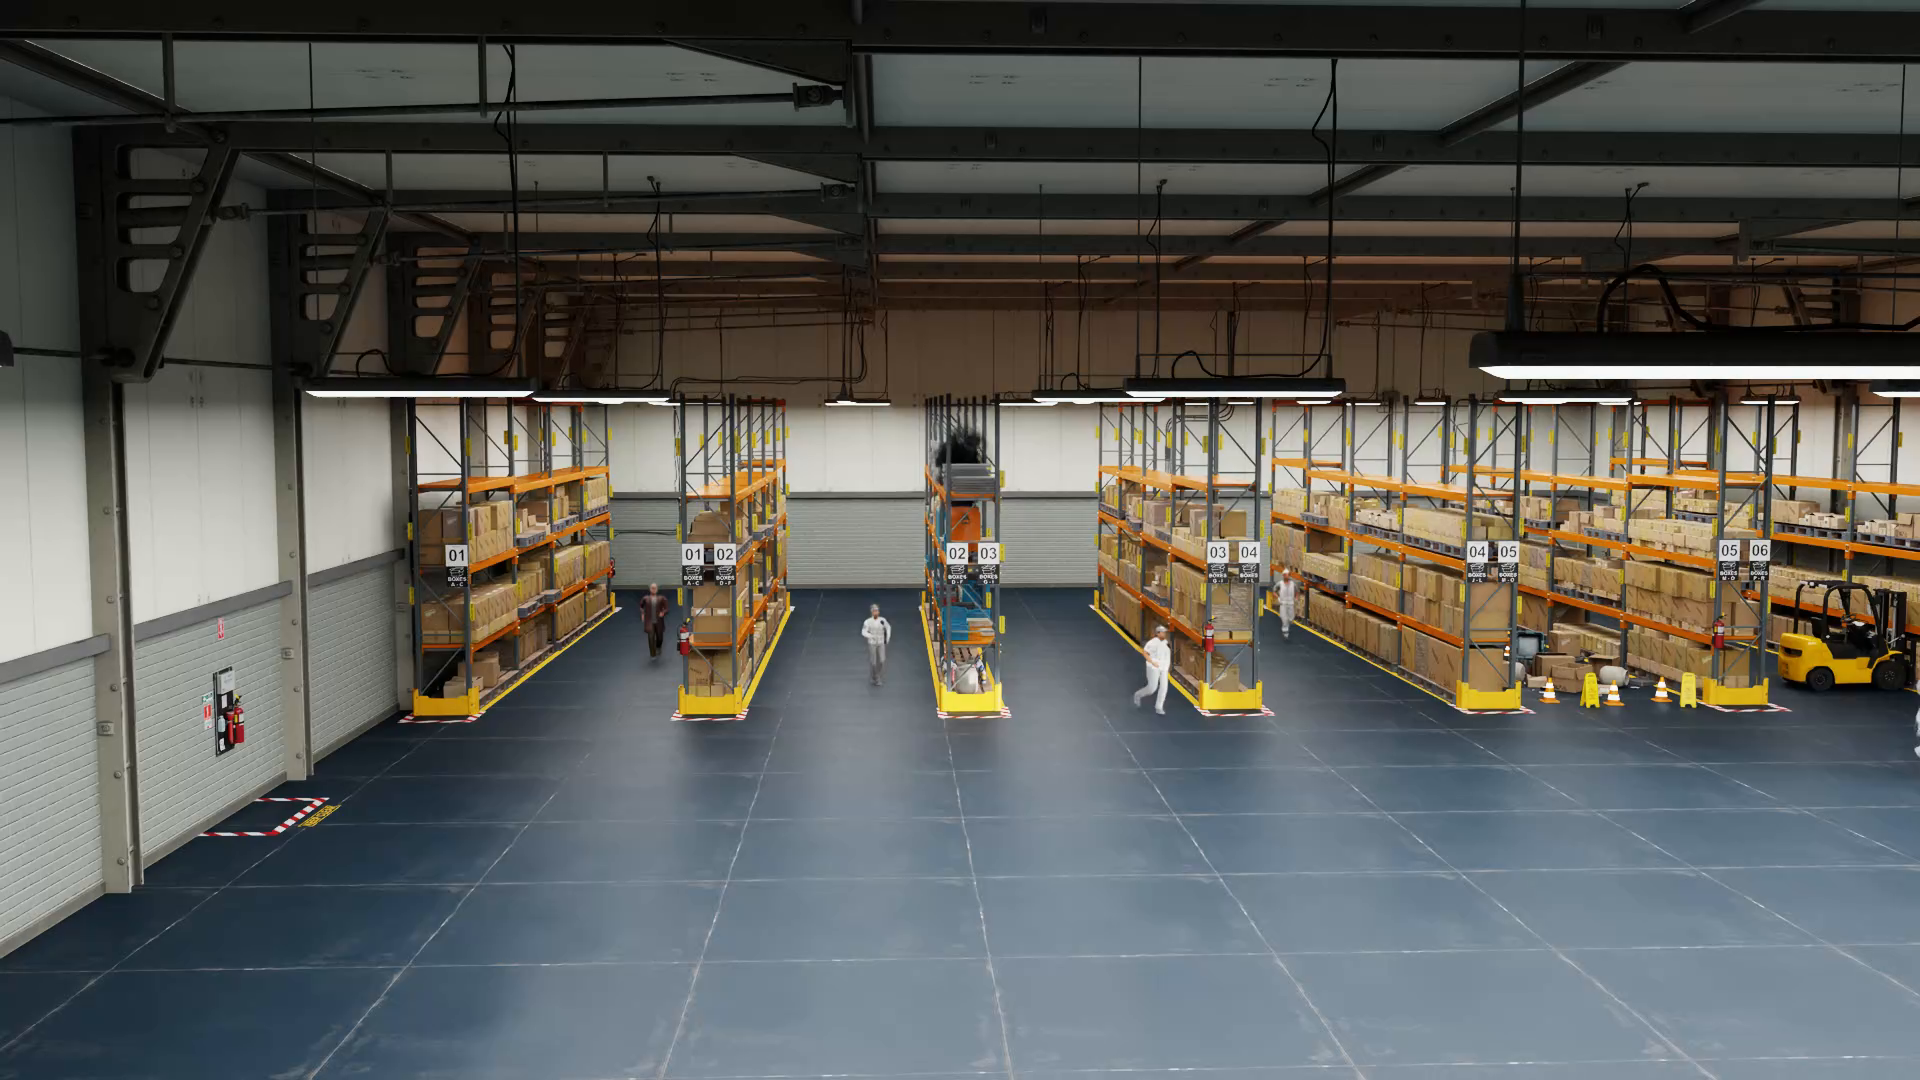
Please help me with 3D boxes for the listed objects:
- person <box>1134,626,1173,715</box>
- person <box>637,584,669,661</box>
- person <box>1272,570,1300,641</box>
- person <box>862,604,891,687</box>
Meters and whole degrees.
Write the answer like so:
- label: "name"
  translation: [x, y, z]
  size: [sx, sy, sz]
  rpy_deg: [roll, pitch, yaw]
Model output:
- label: "person"
  translation: [3.752, 2.437, 31.415]
  size: [0.670, 1.618, 0.808]
  rpy_deg: [-3, 5, -33]
- label: "person"
  translation: [-6.977, 1.864, 37.870]
  size: [0.715, 1.735, 0.826]
  rpy_deg: [-1, 5, -11]
- label: "person"
  translation: [8.072, 1.603, 41.239]
  size: [0.656, 1.745, 0.615]
  rpy_deg: [0, 5, -1]
- label: "person"
  translation: [-1.722, 2.178, 34.380]
  size: [0.616, 1.716, 0.683]
  rpy_deg: [-1, 5, -7]
